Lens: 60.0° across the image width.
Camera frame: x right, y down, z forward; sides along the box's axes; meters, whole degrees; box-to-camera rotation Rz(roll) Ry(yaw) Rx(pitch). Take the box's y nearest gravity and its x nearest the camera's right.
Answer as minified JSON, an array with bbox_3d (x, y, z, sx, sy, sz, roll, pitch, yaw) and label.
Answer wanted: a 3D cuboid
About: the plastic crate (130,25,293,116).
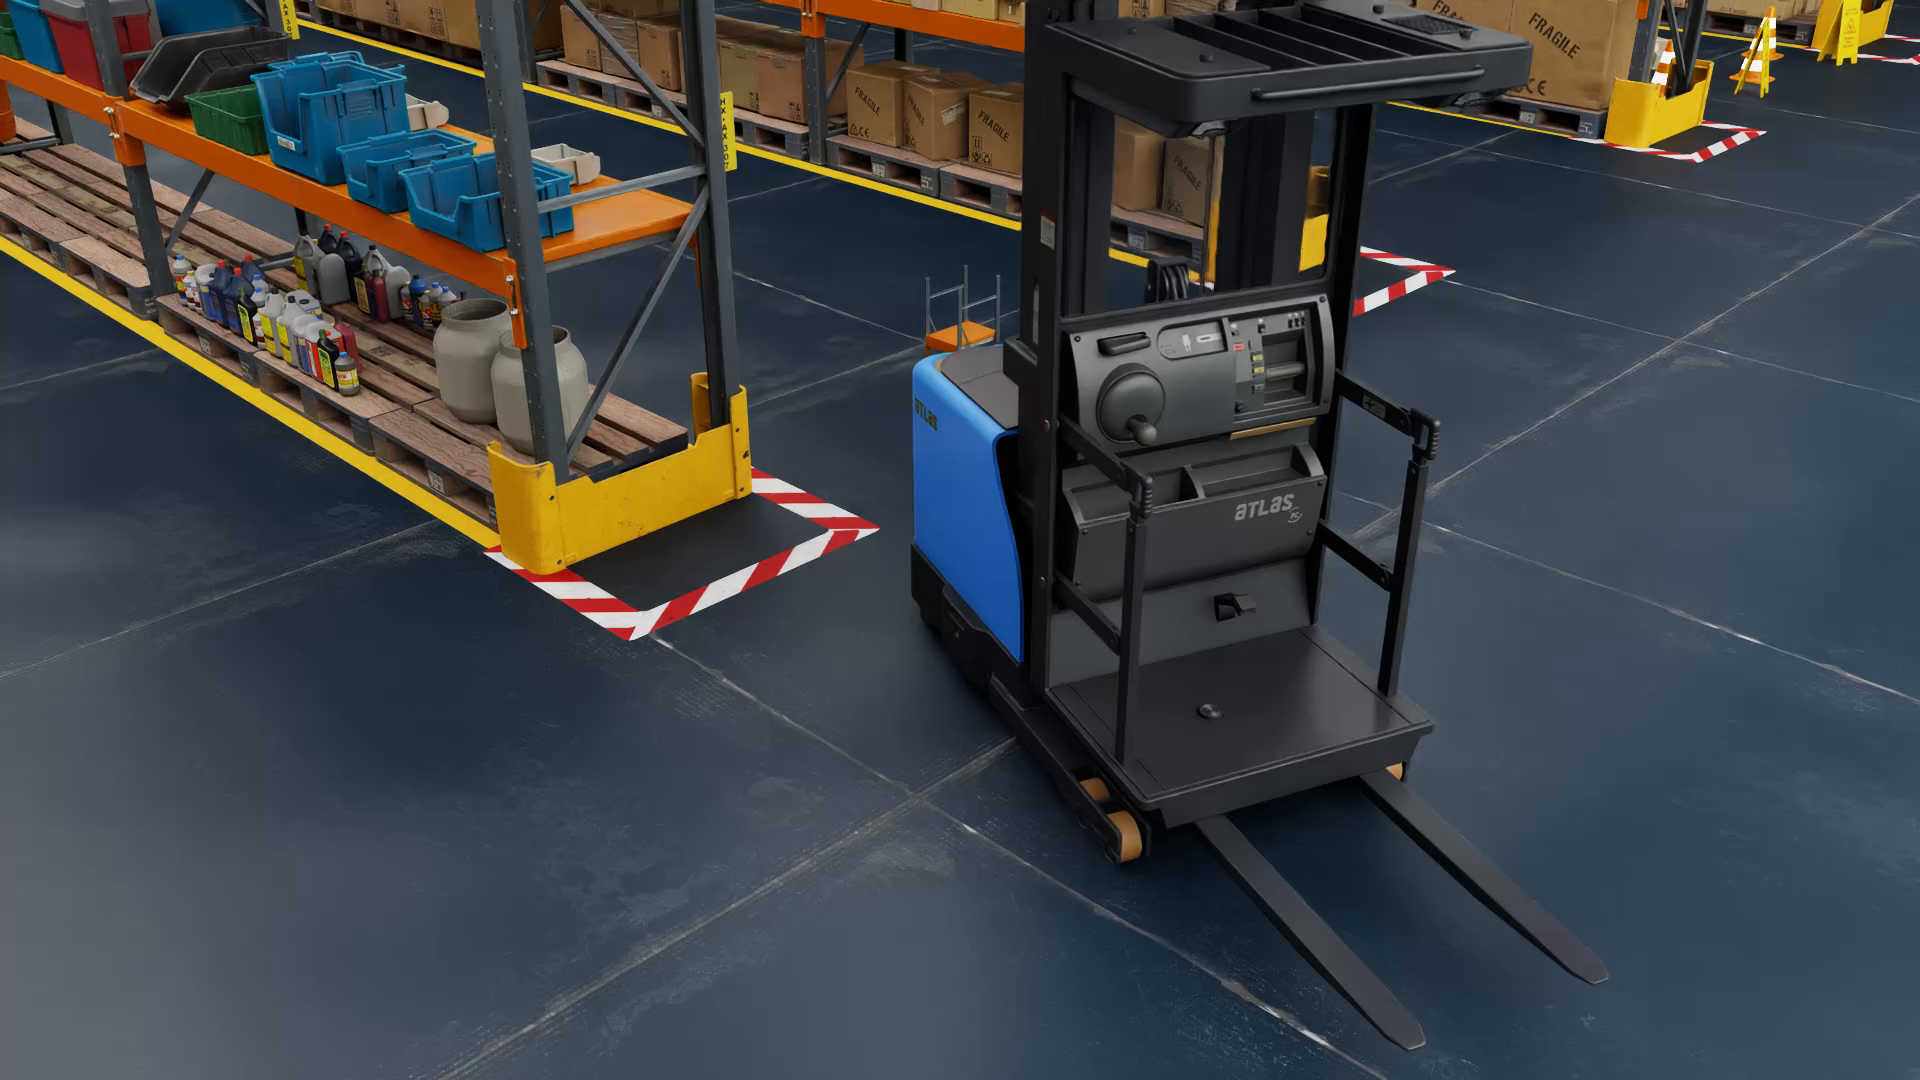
[{"bbox_3d":[-3.945,-2.473,8.797,0.504,0.338,0.767,25,36,38],"label":"plastic crate"}]

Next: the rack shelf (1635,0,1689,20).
[{"bbox_3d":[4.219,-4.999,14.307,4.000,0.370,1.077,25,36,38],"label":"rack shelf"}]

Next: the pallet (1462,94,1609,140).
[{"bbox_3d":[5.020,-3.666,13.995,1.213,0.211,1.003,25,36,38],"label":"pallet"}]

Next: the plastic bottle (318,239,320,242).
[{"bbox_3d":[-3.655,-1.658,9.627,0.061,0.283,0.133,-23,36,-37],"label":"plastic bottle"}]

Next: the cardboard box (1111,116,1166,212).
[{"bbox_3d":[1.212,-2.524,11.062,0.500,0.500,0.500,-15,31,-27],"label":"cardboard box"}]

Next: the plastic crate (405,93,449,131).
[{"bbox_3d":[-2.894,-2.151,8.401,0.437,0.136,0.530,25,36,38],"label":"plastic crate"}]

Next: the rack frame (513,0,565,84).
[{"bbox_3d":[-3.609,-5.662,14.795,0.127,3.000,1.000,25,36,38],"label":"rack frame"}]

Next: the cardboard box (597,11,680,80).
[{"bbox_3d":[-2.713,-4.362,14.535,0.500,0.500,0.700,21,34,34],"label":"cardboard box"}]

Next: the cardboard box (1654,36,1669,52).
[{"bbox_3d":[6.693,-4.836,16.287,0.380,0.149,0.250,-7,29,-14],"label":"cardboard box"}]

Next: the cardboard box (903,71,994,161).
[{"bbox_3d":[-0.086,-3.108,12.173,0.500,0.500,0.500,-13,31,-24],"label":"cardboard box"}]

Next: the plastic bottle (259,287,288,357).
[{"bbox_3d":[-3.507,-1.134,8.558,0.185,0.351,0.144,24,36,38],"label":"plastic bottle"}]

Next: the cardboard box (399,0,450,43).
[{"bbox_3d":[-4.717,-5.433,16.191,0.875,0.875,1.225,25,36,39],"label":"cardboard box"}]

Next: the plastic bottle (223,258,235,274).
[{"bbox_3d":[-3.985,-1.395,9.127,0.133,0.283,0.061,25,36,38],"label":"plastic bottle"}]

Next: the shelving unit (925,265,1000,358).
[{"bbox_3d":[0.010,-0.526,6.962,0.189,1.200,0.258,25,36,38],"label":"shelving unit"}]

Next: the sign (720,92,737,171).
[{"bbox_3d":[-0.988,-1.712,6.985,0.005,0.325,0.100,25,36,38],"label":"sign"}]

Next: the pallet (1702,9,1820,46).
[{"bbox_3d":[8.435,-5.408,17.308,1.213,0.211,1.003,25,36,38],"label":"pallet"}]

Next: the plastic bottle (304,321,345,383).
[{"bbox_3d":[-3.154,-0.942,8.273,0.135,0.276,0.152,25,37,39],"label":"plastic bottle"}]

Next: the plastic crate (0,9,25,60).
[{"bbox_3d":[-5.669,-3.094,10.139,0.662,0.188,0.450,25,36,38],"label":"plastic crate"}]

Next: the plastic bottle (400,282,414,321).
[{"bbox_3d":[-2.984,-1.303,9.040,0.097,0.201,0.097,0,28,0],"label":"plastic bottle"}]

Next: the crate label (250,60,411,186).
[{"bbox_3d":[-2.879,-1.935,7.668,0.616,0.435,0.502,25,36,38],"label":"crate label"}]

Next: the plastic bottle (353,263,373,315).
[{"bbox_3d":[-3.254,-1.381,9.099,0.133,0.283,0.061,25,36,38],"label":"plastic bottle"}]

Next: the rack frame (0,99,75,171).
[{"bbox_3d":[-7.081,-4.019,11.669,0.127,3.000,1.000,25,36,38],"label":"rack frame"}]

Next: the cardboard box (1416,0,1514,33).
[{"bbox_3d":[4.486,-4.396,14.219,0.875,0.875,0.875,24,36,38],"label":"cardboard box"}]

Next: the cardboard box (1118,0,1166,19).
[{"bbox_3d":[1.282,-3.540,10.332,0.500,0.500,0.875,25,36,38],"label":"cardboard box"}]

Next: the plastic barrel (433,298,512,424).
[{"bbox_3d":[-2.257,-0.846,7.858,0.421,0.512,0.421,0,28,0],"label":"plastic barrel"}]

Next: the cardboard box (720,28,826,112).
[{"bbox_3d":[-1.506,-3.815,13.495,0.500,0.500,0.700,24,36,38],"label":"cardboard box"}]

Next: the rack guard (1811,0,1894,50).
[{"bbox_3d":[8.989,-5.259,16.715,0.348,0.500,1.175,25,36,38],"label":"rack guard"}]

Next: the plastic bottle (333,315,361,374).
[{"bbox_3d":[-3.080,-0.981,8.339,0.133,0.283,0.061,25,36,38],"label":"plastic bottle"}]

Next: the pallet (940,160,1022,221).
[{"bbox_3d":[0.621,-2.517,11.811,1.213,0.211,1.003,25,36,38],"label":"pallet"}]

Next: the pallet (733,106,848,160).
[{"bbox_3d":[-1.313,-3.376,13.444,1.213,0.211,1.003,25,36,38],"label":"pallet"}]

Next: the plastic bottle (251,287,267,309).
[{"bbox_3d":[-3.679,-1.202,8.772,0.097,0.271,0.097,0,28,0],"label":"plastic bottle"}]

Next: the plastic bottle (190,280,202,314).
[{"bbox_3d":[-4.164,-1.354,9.135,0.097,0.201,0.097,0,28,0],"label":"plastic bottle"}]

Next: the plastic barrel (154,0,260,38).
[{"bbox_3d":[-4.292,-3.162,9.501,0.708,0.901,0.600,25,36,38],"label":"plastic barrel"}]

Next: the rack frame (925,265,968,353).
[{"bbox_3d":[-0.055,-0.556,7.019,0.006,1.200,0.240,25,36,38],"label":"rack frame"}]

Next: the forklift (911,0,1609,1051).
[{"bbox_3d":[0.855,-0.496,5.043,1.130,2.935,3.031,-11,30,-21],"label":"forklift"}]

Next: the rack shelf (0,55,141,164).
[{"bbox_3d":[-5.655,-3.048,10.596,4.000,0.370,1.077,25,36,38],"label":"rack shelf"}]

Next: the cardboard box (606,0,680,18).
[{"bbox_3d":[-2.725,-4.704,14.381,0.500,0.250,0.500,-21,34,-34],"label":"cardboard box"}]

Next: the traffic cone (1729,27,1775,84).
[{"bbox_3d":[7.297,-4.451,15.217,0.334,0.463,0.336,25,36,38],"label":"traffic cone"}]

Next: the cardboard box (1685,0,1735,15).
[{"bbox_3d":[7.915,-5.656,17.286,0.500,0.250,0.500,25,37,39],"label":"cardboard box"}]

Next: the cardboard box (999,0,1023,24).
[{"bbox_3d":[0.475,-3.524,11.000,0.250,0.149,0.380,25,36,38],"label":"cardboard box"}]

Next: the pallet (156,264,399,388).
[{"bbox_3d":[-3.780,-1.246,9.393,1.213,0.211,1.003,25,36,38],"label":"pallet"}]

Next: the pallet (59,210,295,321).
[{"bbox_3d":[-4.816,-1.723,10.299,1.213,0.211,1.003,25,36,38],"label":"pallet"}]

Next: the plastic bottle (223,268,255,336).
[{"bbox_3d":[-3.810,-1.273,8.821,0.185,0.351,0.144,23,35,36],"label":"plastic bottle"}]

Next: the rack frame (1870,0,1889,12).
[{"bbox_3d":[9.043,-6.341,16.086,0.127,3.000,1.000,25,36,38],"label":"rack frame"}]

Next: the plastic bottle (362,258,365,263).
[{"bbox_3d":[-3.286,-1.489,9.305,0.061,0.283,0.133,-22,35,-36],"label":"plastic bottle"}]

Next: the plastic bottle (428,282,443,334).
[{"bbox_3d":[-2.767,-1.235,8.834,0.097,0.271,0.097,0,28,0],"label":"plastic bottle"}]

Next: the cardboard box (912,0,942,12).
[{"bbox_3d":[-0.113,-3.744,11.417,0.250,0.149,0.380,25,36,38],"label":"cardboard box"}]

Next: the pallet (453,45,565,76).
[{"bbox_3d":[-4.118,-4.710,15.981,1.213,0.211,1.003,25,36,38],"label":"pallet"}]

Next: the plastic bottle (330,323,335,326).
[{"bbox_3d":[-3.179,-1.002,8.467,0.097,0.201,0.097,0,28,0],"label":"plastic bottle"}]
